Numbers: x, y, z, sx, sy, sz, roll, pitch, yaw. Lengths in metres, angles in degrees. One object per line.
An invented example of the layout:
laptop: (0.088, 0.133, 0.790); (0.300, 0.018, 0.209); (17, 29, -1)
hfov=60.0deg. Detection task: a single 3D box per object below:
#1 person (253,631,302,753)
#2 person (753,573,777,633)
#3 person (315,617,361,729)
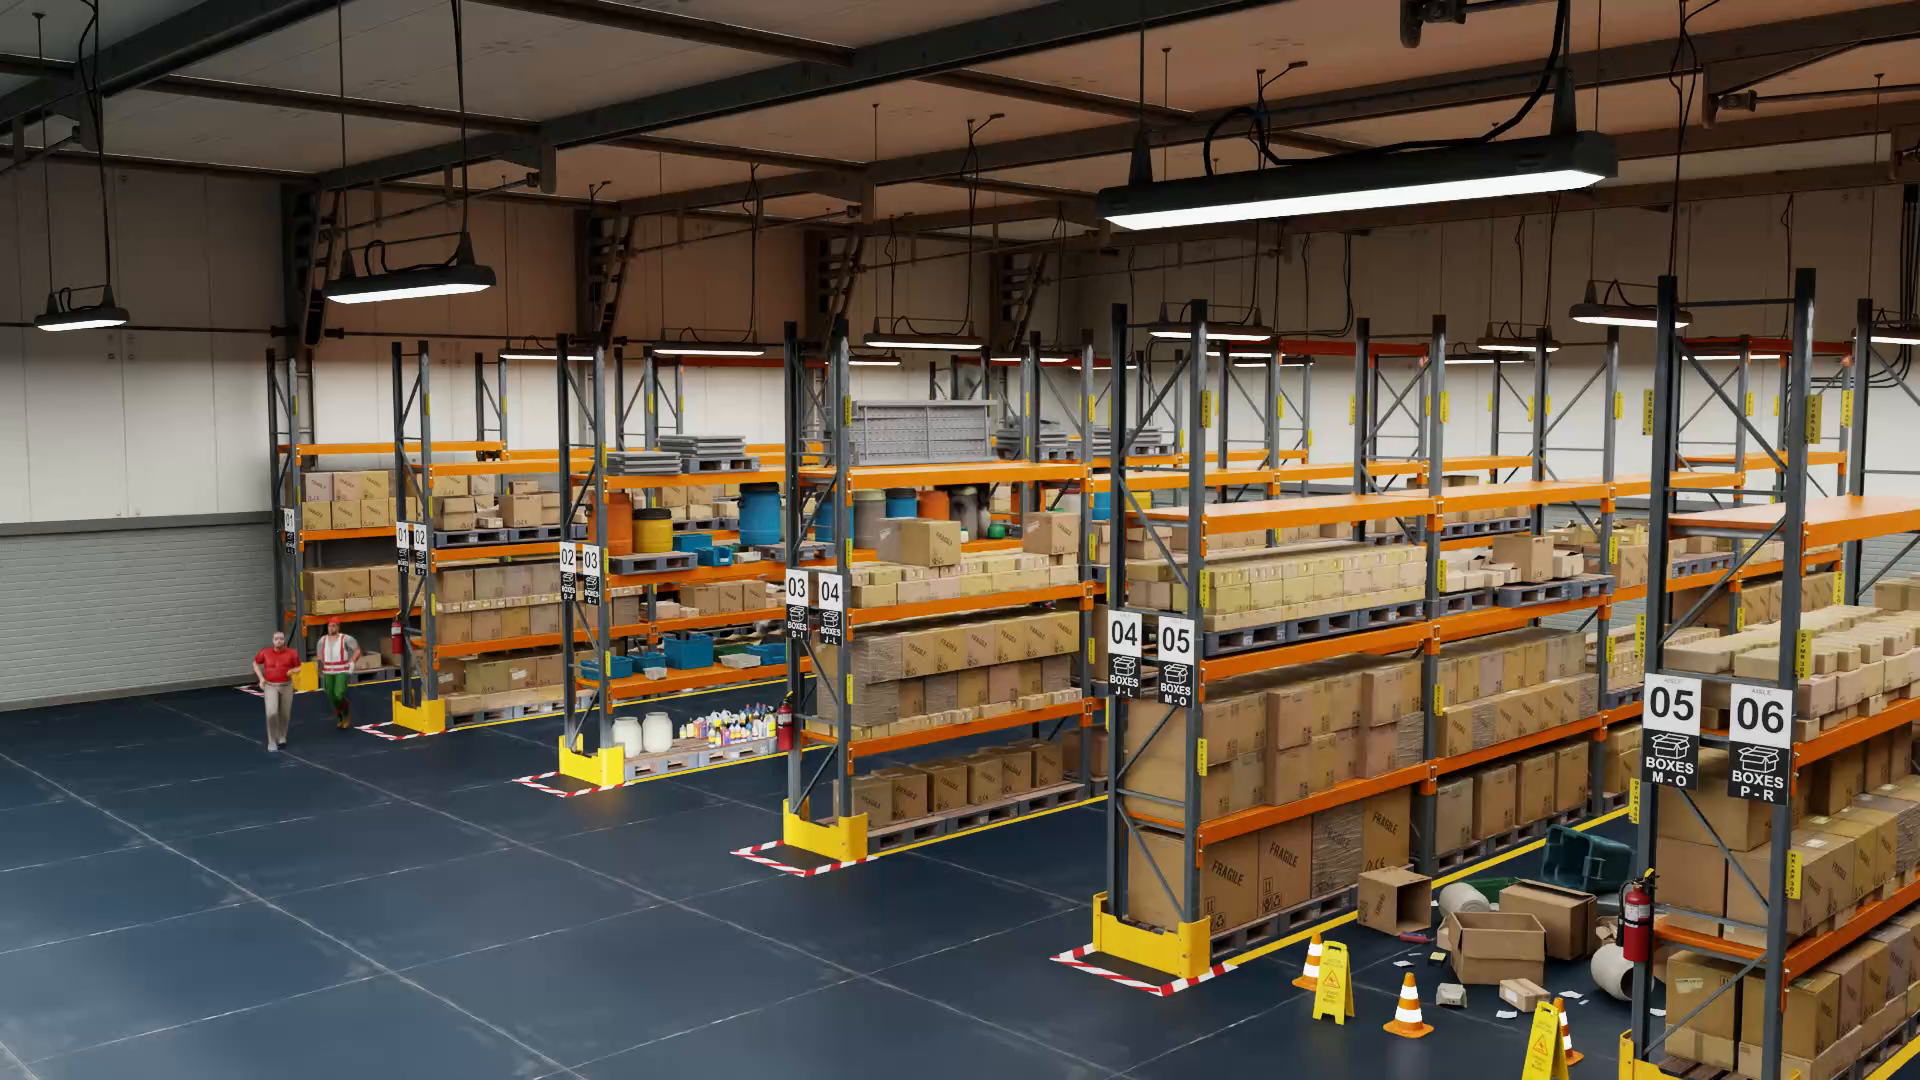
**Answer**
person: (-9.948, 2.225, 24.299); (0.636, 1.784, 0.763); (-3, 6, -28)
person: (-3.878, 1.483, 32.598); (0.690, 1.722, 0.715); (4, 6, 38)
person: (-9.623, 2.060, 25.620); (0.628, 1.751, 0.640); (0, 5, 2)
